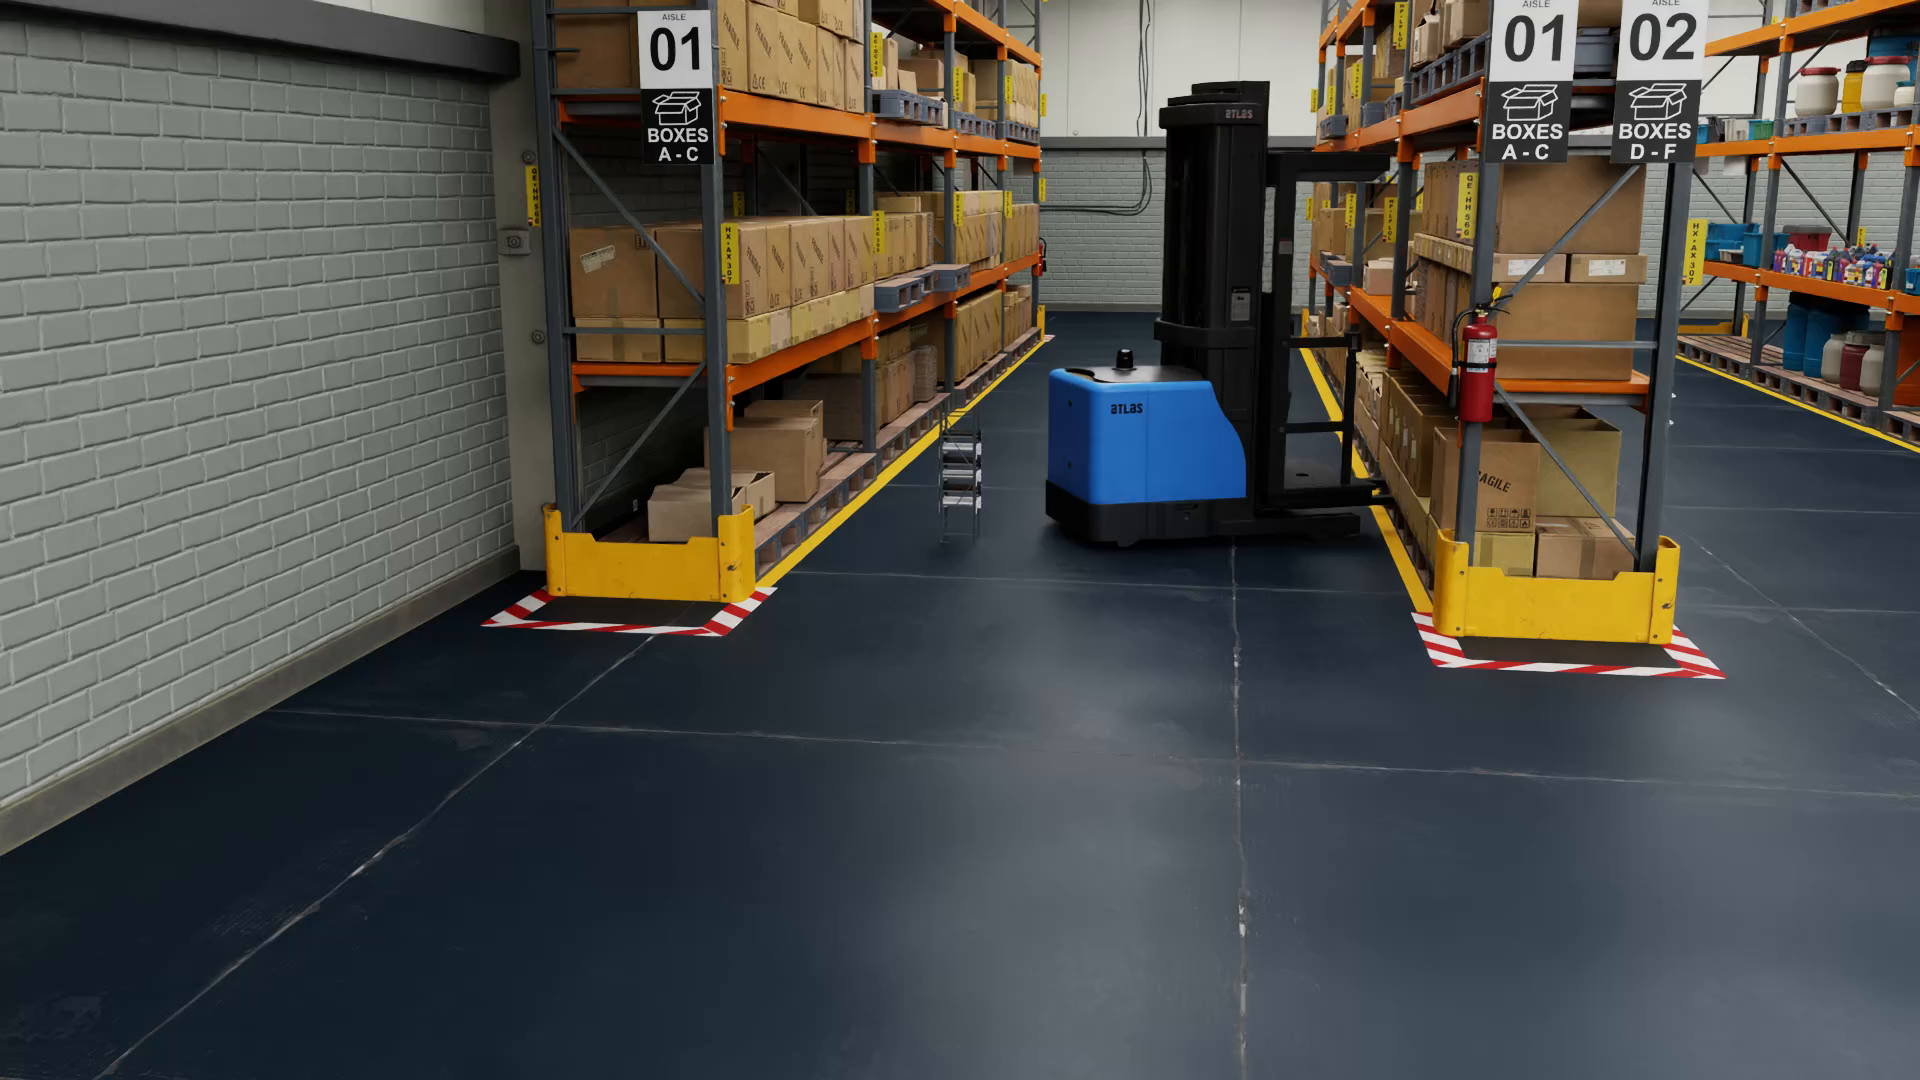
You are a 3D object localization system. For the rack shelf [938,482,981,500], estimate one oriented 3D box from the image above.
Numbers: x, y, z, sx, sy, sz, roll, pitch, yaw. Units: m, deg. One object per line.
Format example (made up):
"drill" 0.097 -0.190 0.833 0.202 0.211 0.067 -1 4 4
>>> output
"rack shelf" 0.001 -0.321 10.932 0.258 0.077 0.200 2 12 9

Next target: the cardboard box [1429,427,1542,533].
"cardboard box" 2.894 -0.339 9.195 0.500 0.500 0.500 2 12 9

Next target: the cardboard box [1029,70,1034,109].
"cardboard box" 0.741 -6.229 22.998 0.500 0.500 0.500 2 12 10

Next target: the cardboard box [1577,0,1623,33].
"cardboard box" 3.198 -2.900 8.634 0.797 0.503 0.637 3 12 13

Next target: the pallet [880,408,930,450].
"pallet" -0.871 -1.036 15.298 1.003 0.211 1.213 2 12 9

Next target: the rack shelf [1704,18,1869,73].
"rack shelf" 10.153 -6.128 20.726 1.077 0.370 4.000 2 12 9

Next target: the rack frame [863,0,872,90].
"rack frame" -1.174 -4.915 12.438 1.000 3.000 0.127 2 12 9

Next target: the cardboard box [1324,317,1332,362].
"cardboard box" 4.636 -2.388 19.843 0.500 0.500 0.500 1 12 6

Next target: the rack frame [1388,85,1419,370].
"rack frame" 3.721 -1.822 12.329 1.000 3.000 0.127 2 12 9

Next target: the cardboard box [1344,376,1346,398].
"cardboard box" 3.965 -1.417 15.977 0.500 0.250 0.500 2 12 8

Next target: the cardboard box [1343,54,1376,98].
"cardboard box" 4.988 -5.594 20.100 0.700 0.500 0.500 2 12 9

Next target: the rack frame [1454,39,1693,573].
"rack frame" 3.106 -0.990 8.466 1.000 3.000 0.127 2 12 9

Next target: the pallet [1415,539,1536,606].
"pallet" 3.182 0.213 9.504 1.003 0.211 1.213 2 12 9

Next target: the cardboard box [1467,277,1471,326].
"cardboard box" 3.266 -1.245 9.412 0.700 0.500 0.500 2 12 10

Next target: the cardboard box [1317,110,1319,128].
"cardboard box" 5.230 -5.859 23.110 0.500 0.250 0.500 2 12 9

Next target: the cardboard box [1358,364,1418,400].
"cardboard box" 3.734 -1.368 14.420 0.500 0.311 0.500 2 12 8

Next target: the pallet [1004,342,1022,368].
"pallet" 0.250 -2.440 21.814 1.003 0.211 1.213 2 12 9

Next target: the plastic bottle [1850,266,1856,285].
"plastic bottle" 9.017 -2.667 16.722 0.097 0.201 0.097 0 12 0

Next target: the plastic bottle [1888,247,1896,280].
"plastic bottle" 9.687 -2.848 17.205 0.144 0.351 0.185 2 12 9

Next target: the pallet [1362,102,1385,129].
"pallet" 4.320 -3.885 15.228 1.213 0.211 1.003 2 12 11

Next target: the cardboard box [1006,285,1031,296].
"cardboard box" 0.823 -3.599 23.970 0.380 0.149 0.250 2 12 8

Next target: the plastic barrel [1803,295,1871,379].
"plastic barrel" 9.636 -2.246 18.278 0.600 0.901 0.708 2 12 9

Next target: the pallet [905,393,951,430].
"pallet" -0.681 -1.289 16.473 1.003 0.211 1.213 2 12 9

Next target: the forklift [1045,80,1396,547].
"forklift" 2.165 -1.533 11.149 3.031 2.935 1.130 -3 13 -14

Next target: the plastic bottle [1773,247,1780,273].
"plastic bottle" 9.367 -3.207 19.031 0.061 0.283 0.133 2 12 9

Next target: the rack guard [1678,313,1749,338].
"rack guard" 10.451 -2.943 23.461 1.175 0.500 0.348 2 12 9

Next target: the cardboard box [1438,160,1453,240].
"cardboard box" 3.505 -2.203 10.781 0.700 0.500 0.500 2 12 9

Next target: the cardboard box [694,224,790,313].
"cardboard box" -1.333 -1.645 10.033 0.500 0.500 0.500 2 12 9

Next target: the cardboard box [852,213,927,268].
"cardboard box" -0.681 -2.863 15.878 0.700 0.500 0.500 1 12 3

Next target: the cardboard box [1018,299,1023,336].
"cardboard box" 0.509 -3.106 23.220 0.700 0.500 0.500 1 12 7

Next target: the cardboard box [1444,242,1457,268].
"cardboard box" 3.213 -1.764 10.283 0.380 0.149 0.250 2 12 8

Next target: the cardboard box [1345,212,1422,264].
"cardboard box" 4.322 -3.044 16.763 0.700 0.500 0.500 -2 12 -10

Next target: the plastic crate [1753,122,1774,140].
"plastic crate" 9.612 -4.787 19.469 0.450 0.188 0.662 2 12 9

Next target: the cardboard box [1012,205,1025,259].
"cardboard box" 0.376 -4.210 22.696 0.980 0.700 0.700 1 12 6

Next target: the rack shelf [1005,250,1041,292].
"rack shelf" 0.364 -3.712 22.805 1.077 0.370 4.000 2 12 9

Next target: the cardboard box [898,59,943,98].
"cardboard box" -0.543 -4.646 17.029 0.700 0.500 0.500 1 12 4

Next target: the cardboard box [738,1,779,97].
"cardboard box" -1.373 -2.847 9.677 0.500 0.500 0.500 3 12 12

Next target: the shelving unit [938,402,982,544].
"shelving unit" 0.001 -0.442 10.906 0.258 0.900 0.210 2 12 9

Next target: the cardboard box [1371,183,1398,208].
"cardboard box" 5.302 -4.114 20.354 0.500 0.500 0.500 2 12 10

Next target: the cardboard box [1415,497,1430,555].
"cardboard box" 2.961 -0.076 9.758 0.500 0.250 0.500 2 12 9

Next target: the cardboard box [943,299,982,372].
"cardboard box" -0.175 -2.300 18.652 0.750 0.750 0.750 2 12 8

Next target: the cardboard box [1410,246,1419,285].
"cardboard box" 3.936 -2.140 13.567 0.500 0.500 0.500 3 12 13

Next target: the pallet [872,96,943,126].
"pallet" -0.818 -3.698 14.357 1.213 0.211 1.003 2 12 9

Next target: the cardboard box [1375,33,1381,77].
"cardboard box" 4.566 -4.962 17.167 0.500 0.500 0.500 2 12 9

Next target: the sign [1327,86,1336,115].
"sign" 4.414 -5.223 19.760 0.100 0.325 0.005 2 12 9

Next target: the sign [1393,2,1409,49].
"sign" 3.183 -3.711 11.998 0.100 0.325 0.005 2 12 9

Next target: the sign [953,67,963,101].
"sign" -0.023 -4.516 16.480 0.100 0.325 0.005 2 12 9

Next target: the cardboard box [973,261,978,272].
"cardboard box" -0.007 -3.137 18.978 0.380 0.149 0.250 2 12 10

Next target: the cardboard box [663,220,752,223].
"cardboard box" -1.687 -1.874 11.100 0.500 0.500 0.500 2 12 9

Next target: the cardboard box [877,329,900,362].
"cardboard box" -0.842 -1.799 15.330 0.500 0.250 0.500 2 12 8

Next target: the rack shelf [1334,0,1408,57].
"rack shelf" 4.644 -5.457 17.611 1.077 0.370 4.000 2 12 9

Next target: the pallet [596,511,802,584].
"pallet" -1.618 0.030 10.353 1.003 0.211 1.213 2 12 9

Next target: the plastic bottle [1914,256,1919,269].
"plastic bottle" 9.839 -2.774 17.051 0.097 0.271 0.097 0 12 0

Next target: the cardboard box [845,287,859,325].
"cardboard box" -1.032 -1.707 12.101 0.500 0.250 0.500 2 12 9

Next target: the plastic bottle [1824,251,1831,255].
"plastic bottle" 9.406 -2.984 18.014 0.152 0.276 0.135 2 12 9

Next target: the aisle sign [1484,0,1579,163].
"aisle sign" 2.806 -2.256 8.172 0.394 0.787 0.004 2 12 9

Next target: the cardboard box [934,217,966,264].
"cardboard box" -0.232 -3.112 17.321 0.500 0.500 0.500 2 12 10

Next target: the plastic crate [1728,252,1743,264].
"plastic crate" 9.752 -3.463 20.453 0.437 0.125 0.590 2 12 9

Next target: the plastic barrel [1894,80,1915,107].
"plastic barrel" 9.250 -4.326 16.157 0.301 0.262 0.301 0 12 0
